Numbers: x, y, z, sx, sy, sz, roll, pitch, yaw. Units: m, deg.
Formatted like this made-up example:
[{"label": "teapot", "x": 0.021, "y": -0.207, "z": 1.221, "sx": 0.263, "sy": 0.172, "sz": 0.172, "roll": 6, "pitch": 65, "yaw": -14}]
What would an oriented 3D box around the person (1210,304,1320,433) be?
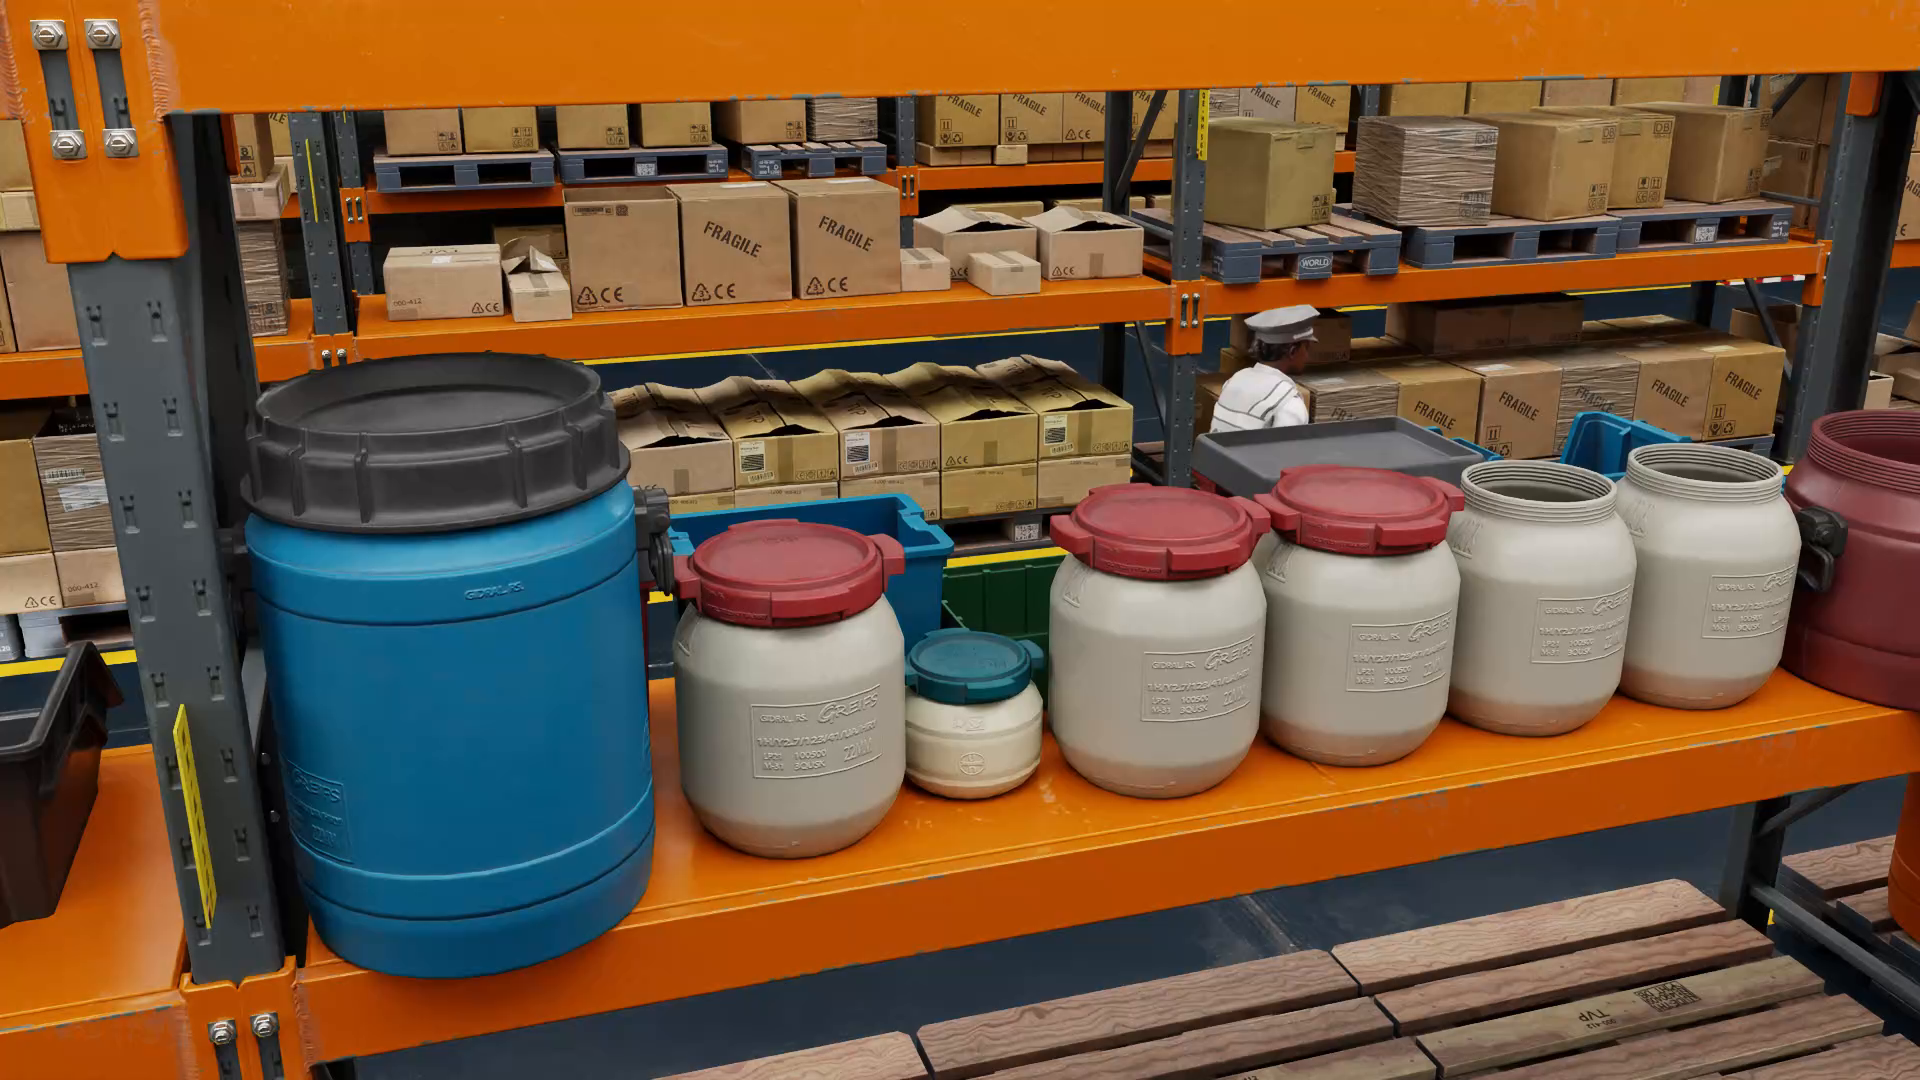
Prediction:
[{"label": "person", "x": 1.111, "y": -0.027, "z": 6.139, "sx": 0.392, "sy": 1.664, "sz": 0.532, "roll": -7, "pitch": 21, "yaw": -20}]
